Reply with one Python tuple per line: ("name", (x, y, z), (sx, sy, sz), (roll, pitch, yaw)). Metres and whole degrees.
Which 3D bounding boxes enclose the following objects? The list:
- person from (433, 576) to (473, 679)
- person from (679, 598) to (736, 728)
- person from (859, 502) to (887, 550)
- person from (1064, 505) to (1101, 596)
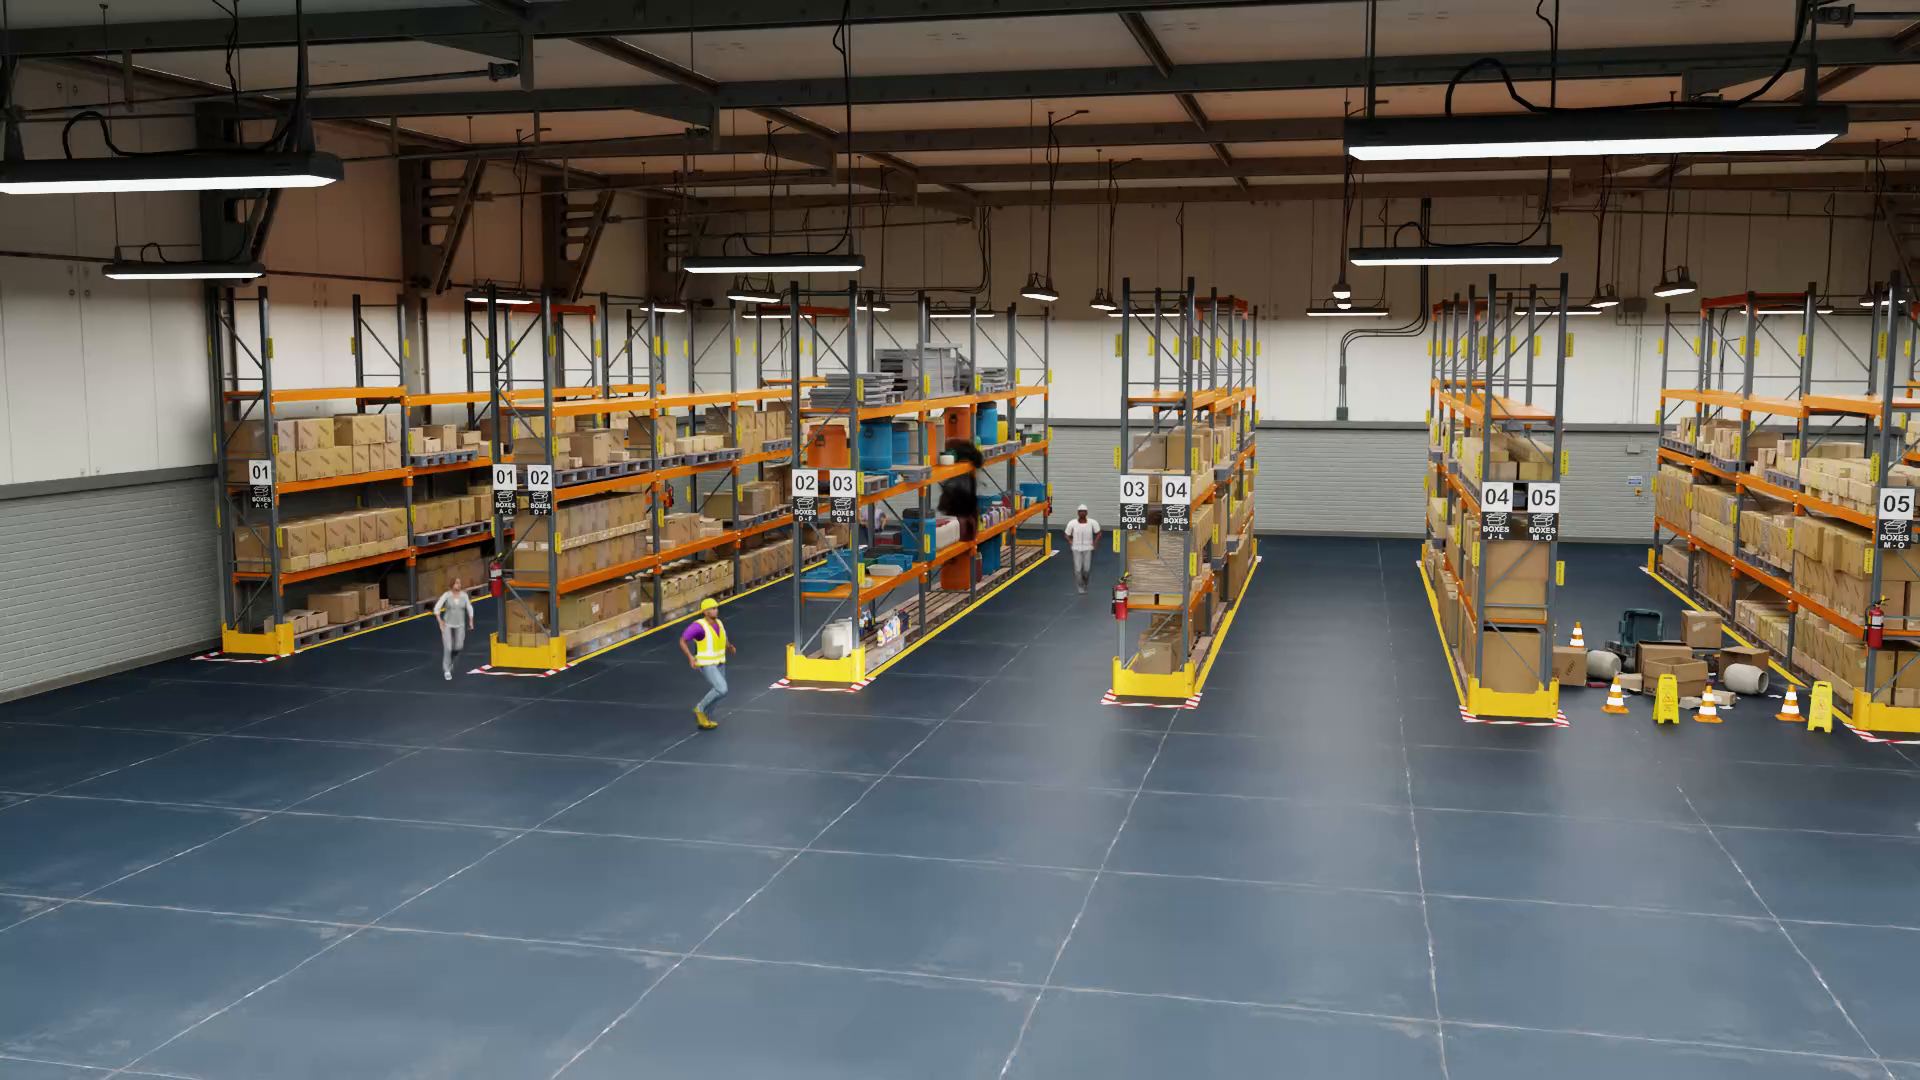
("person", (-7.698, 1.340, 25.350), (0.602, 1.552, 0.458), (-3, 7, -25))
("person", (-3.239, 1.626, 21.847), (0.632, 1.723, 0.686), (4, 8, 30))
("person", (-1.949, -0.089, 37.270), (0.593, 1.704, 0.816), (1, 7, 5))
("person", (2.350, 0.209, 31.850), (0.713, 1.769, 0.557), (0, 7, 4))
